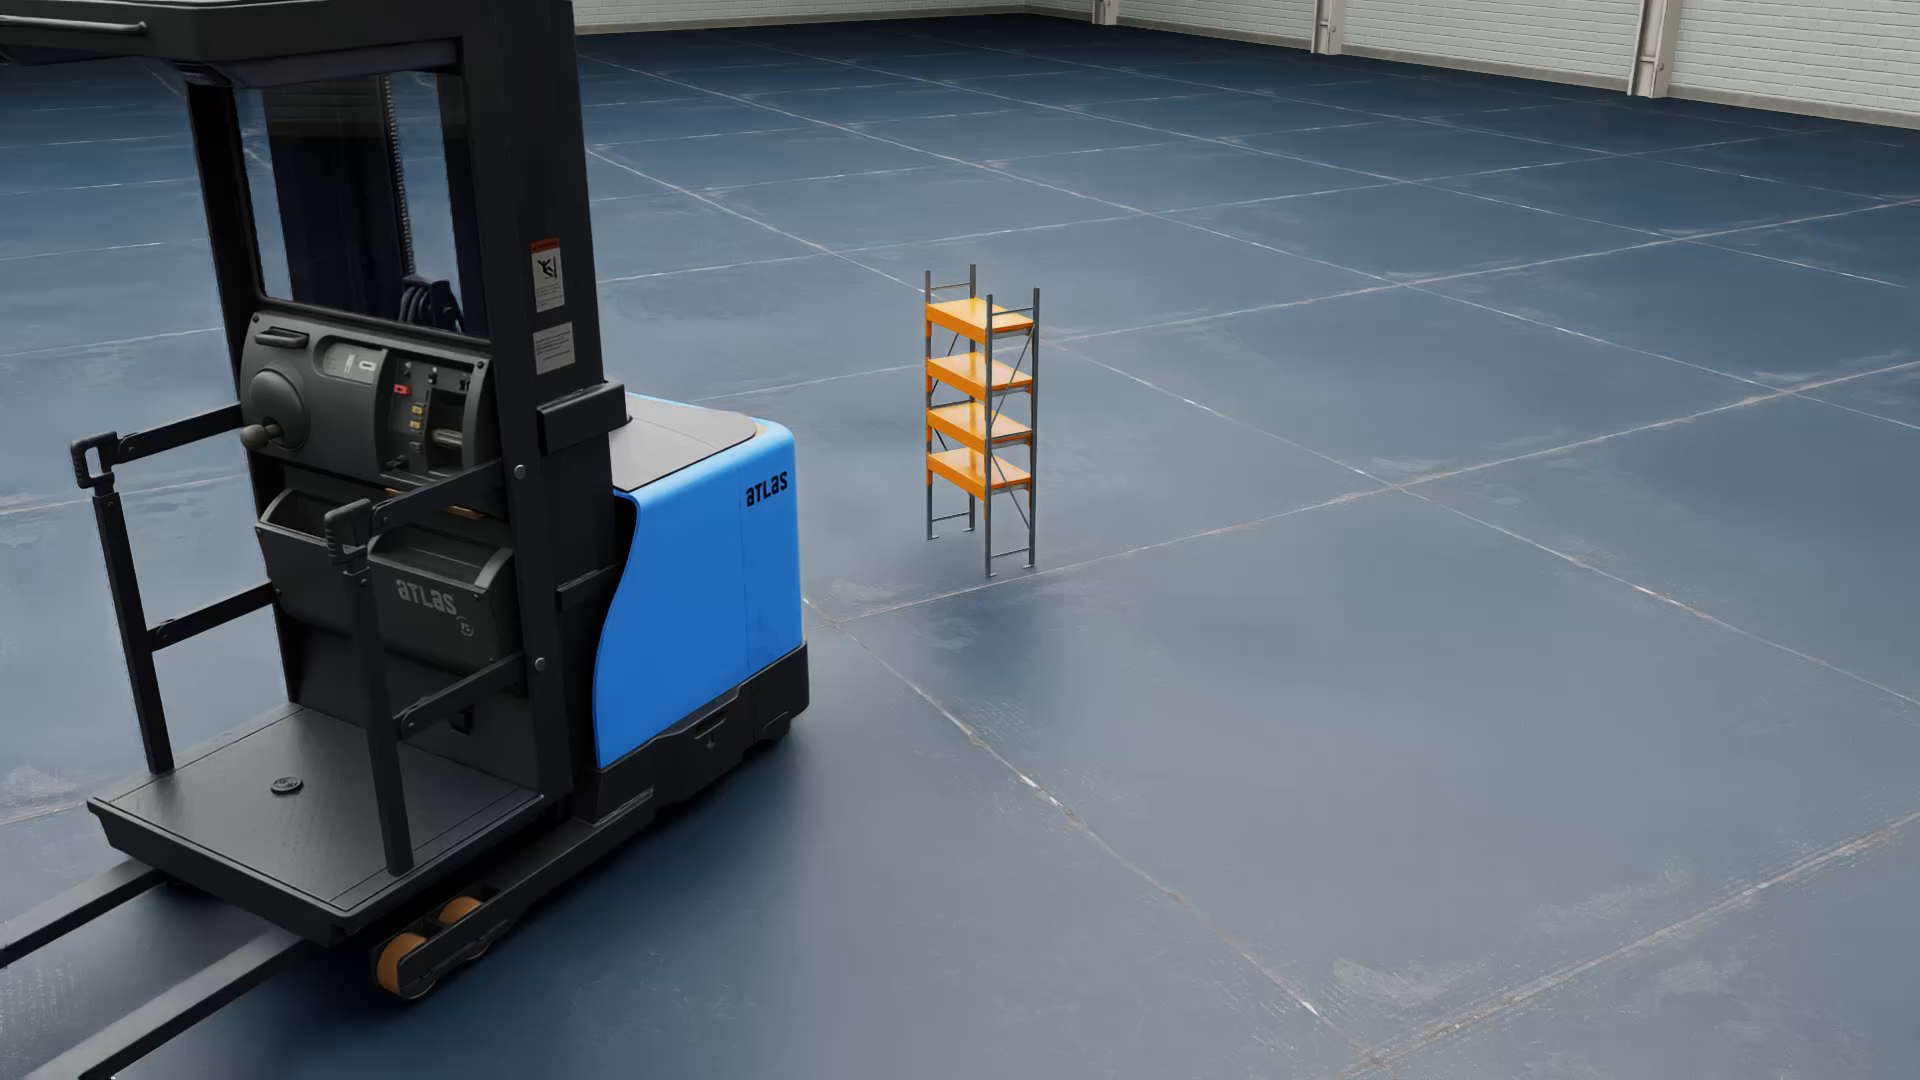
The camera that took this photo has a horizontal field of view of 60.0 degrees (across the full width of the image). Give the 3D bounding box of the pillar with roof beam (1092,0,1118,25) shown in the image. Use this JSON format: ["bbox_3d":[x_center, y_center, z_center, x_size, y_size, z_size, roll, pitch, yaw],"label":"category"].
[{"bbox_3d":[-1.009,-12.927,27.164,9.100,9.000,0.400,-13,25,-28],"label":"pillar with roof beam"}]

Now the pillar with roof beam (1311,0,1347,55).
[{"bbox_3d":[2.056,-10.985,22.386,9.100,9.000,0.400,-13,25,-28],"label":"pillar with roof beam"}]

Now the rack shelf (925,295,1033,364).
[{"bbox_3d":[0.085,-0.866,6.806,0.258,0.148,0.480,-13,25,-28],"label":"rack shelf"}]

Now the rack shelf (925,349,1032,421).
[{"bbox_3d":[0.085,-0.647,6.895,0.258,0.148,0.480,-13,25,-28],"label":"rack shelf"}]

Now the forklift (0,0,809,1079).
[{"bbox_3d":[-1.718,-0.357,4.298,1.130,2.935,3.031,13,25,29],"label":"forklift"}]

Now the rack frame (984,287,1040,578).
[{"bbox_3d":[0.209,-0.423,6.759,0.240,1.200,0.015,-13,25,-28],"label":"rack frame"}]

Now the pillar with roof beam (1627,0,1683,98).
[{"bbox_3d":[5.121,-9.042,17.607,9.100,9.000,0.400,-13,25,-28],"label":"pillar with roof beam"}]

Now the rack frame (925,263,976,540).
[{"bbox_3d":[-0.040,-0.581,7.148,0.240,1.200,0.015,-13,25,-28],"label":"rack frame"}]

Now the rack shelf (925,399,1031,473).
[{"bbox_3d":[0.085,-0.440,6.979,0.258,0.148,0.480,-13,25,-28],"label":"rack shelf"}]

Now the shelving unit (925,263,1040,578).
[{"bbox_3d":[0.085,-0.502,6.954,0.258,1.200,0.503,-13,25,-28],"label":"shelving unit"}]

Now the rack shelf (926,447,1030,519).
[{"bbox_3d":[0.085,-0.256,7.054,0.258,0.148,0.480,-13,25,-28],"label":"rack shelf"}]
